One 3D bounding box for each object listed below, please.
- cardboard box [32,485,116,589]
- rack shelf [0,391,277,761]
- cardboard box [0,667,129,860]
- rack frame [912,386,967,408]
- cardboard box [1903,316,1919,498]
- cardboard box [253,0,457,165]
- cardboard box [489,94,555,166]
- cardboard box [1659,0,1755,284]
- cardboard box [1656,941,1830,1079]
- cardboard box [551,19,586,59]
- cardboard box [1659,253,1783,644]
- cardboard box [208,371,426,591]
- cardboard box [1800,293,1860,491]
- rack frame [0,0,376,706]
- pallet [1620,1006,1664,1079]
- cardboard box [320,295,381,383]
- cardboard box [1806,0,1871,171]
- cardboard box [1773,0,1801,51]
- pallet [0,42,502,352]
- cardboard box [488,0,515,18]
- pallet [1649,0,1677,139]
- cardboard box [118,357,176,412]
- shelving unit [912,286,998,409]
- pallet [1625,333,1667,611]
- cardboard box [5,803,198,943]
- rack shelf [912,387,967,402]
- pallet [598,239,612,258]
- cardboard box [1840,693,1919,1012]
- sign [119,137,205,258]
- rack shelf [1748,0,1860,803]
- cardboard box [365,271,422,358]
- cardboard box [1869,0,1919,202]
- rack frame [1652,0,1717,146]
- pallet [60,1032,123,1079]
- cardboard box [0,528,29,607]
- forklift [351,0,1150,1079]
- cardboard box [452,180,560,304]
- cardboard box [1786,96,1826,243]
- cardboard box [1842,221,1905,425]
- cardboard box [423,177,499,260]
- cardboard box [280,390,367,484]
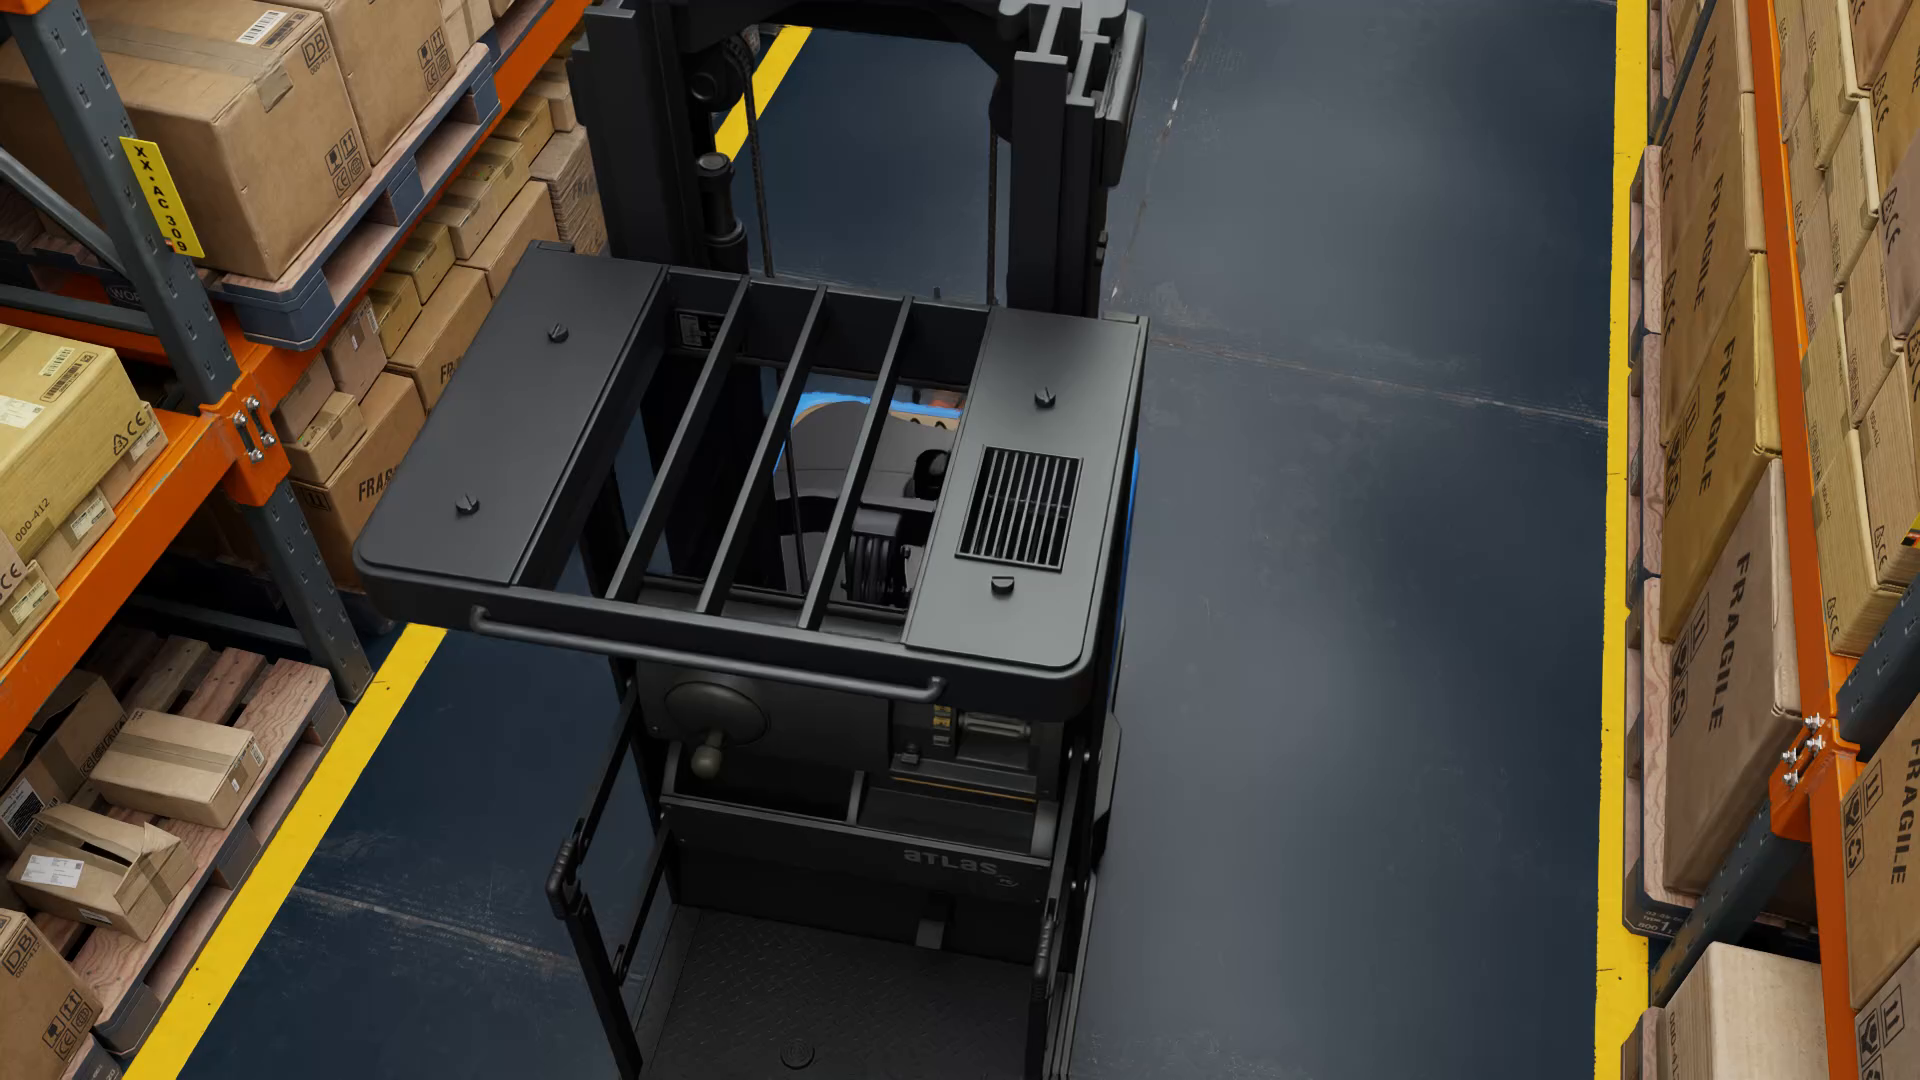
[{"bbox_3d":[-2.272,-0.053,3.964,0.380,0.149,0.250,13,50,11],"label":"cardboard box"},{"bbox_3d":[-2.911,1.075,3.280,1.077,0.370,4.000,12,50,10],"label":"rack shelf"},{"bbox_3d":[-2.786,0.572,4.757,0.500,0.311,0.500,13,50,11],"label":"cardboard box"},{"bbox_3d":[-0.046,-0.220,5.244,0.200,1.050,0.008,12,50,10],"label":"rack frame"},{"bbox_3d":[2.281,-0.369,3.342,0.500,0.500,0.500,13,50,11],"label":"cardboard box"},{"bbox_3d":[-1.905,-1.462,4.693,0.700,0.500,0.500,12,50,10],"label":"cardboard box"},{"bbox_3d":[-1.707,-1.501,6.028,0.380,0.149,0.250,12,50,10],"label":"cardboard box"},{"bbox_3d":[3.196,-1.479,6.191,0.875,0.875,0.875,11,50,10],"label":"cardboard box"},{"bbox_3d":[2.137,1.509,3.846,0.875,0.438,0.875,11,49,9],"label":"cardboard box"},{"bbox_3d":[-1.549,-1.874,6.358,0.380,0.149,0.250,11,49,9],"label":"cardboard box"},{"bbox_3d":[2.722,-0.188,5.052,0.875,0.875,0.875,13,50,11],"label":"cardboard box"},{"bbox_3d":[-2.040,-0.227,5.337,0.500,0.500,0.500,14,50,12],"label":"cardboard box"},{"bbox_3d":[2.415,-0.325,4.137,0.500,0.250,0.500,11,49,10],"label":"cardboard box"},{"bbox_3d":[-2.384,-0.610,4.287,1.000,3.000,0.127,12,50,10],"label":"rack frame"},{"bbox_3d":[2.130,1.825,3.999,1.003,0.211,1.213,12,50,10],"label":"pallet"},{"bbox_3d":[-2.011,-0.639,5.069,0.380,0.149,0.250,9,49,8],"label":"cardboard box"},{"bbox_3d":[2.660,-1.228,4.600,0.500,0.250,0.500,12,50,11],"label":"cardboard box"},{"bbox_3d":[2.969,-1.797,5.436,0.500,0.250,0.500,10,49,9],"label":"cardboard box"},{"bbox_3d":[-2.069,-1.102,4.850,1.003,0.211,1.213,12,50,10],"label":"pallet"},{"bbox_3d":[-1.698,-2.030,5.194,0.700,0.500,0.500,11,50,10],"label":"cardboard box"},{"bbox_3d":[3.665,-2.168,7.523,1.003,0.211,1.213,12,50,10],"label":"pallet"},{"bbox_3d":[-2.566,-0.459,5.109,0.380,0.149,0.250,10,49,9],"label":"cardboard box"},{"bbox_3d":[-0.014,-0.309,5.322,0.215,1.050,0.252,12,50,10],"label":"shelving unit"},{"bbox_3d":[2.855,-0.168,5.758,1.003,0.211,1.213,12,50,10],"label":"pallet"},{"bbox_3d":[-2.341,0.875,4.520,0.396,0.266,0.258,13,50,11],"label":"cardboard box"},{"bbox_3d":[-0.014,-0.489,5.117,0.215,0.259,0.240,12,50,10],"label":"rack shelf"},{"bbox_3d":[-1.887,-1.168,6.640,1.003,0.211,1.213,12,50,10],"label":"pallet"},{"bbox_3d":[2.029,0.622,3.134,0.500,0.500,0.500,13,50,11],"label":"cardboard box"},{"bbox_3d":[-1.859,-0.794,3.873,0.100,0.325,0.005,12,50,10],"label":"sign"},{"bbox_3d":[2.932,-0.841,4.972,1.077,0.370,4.000,12,50,10],"label":"rack shelf"},{"bbox_3d":[-1.978,-0.746,5.363,0.380,0.149,0.250,9,49,8],"label":"cardboard box"},{"bbox_3d":[2.562,-1.108,3.994,0.500,0.500,0.500,13,50,11],"label":"cardboard box"},{"bbox_3d":[3.458,-2.526,5.979,1.000,3.000,0.127,12,50,10],"label":"rack frame"},{"bbox_3d":[-2.885,1.695,4.113,1.003,0.211,1.213,12,50,10],"label":"pallet"},{"bbox_3d":[-2.400,0.123,3.542,0.500,0.250,0.500,12,50,10],"label":"cardboard box"},{"bbox_3d":[-0.274,0.457,3.392,1.130,2.935,3.031,8,49,7],"label":"forklift"},{"bbox_3d":[-1.774,-0.974,5.996,0.500,0.500,0.500,10,49,9],"label":"cardboard box"},{"bbox_3d":[2.698,-1.061,4.786,0.500,0.250,0.500,12,50,10],"label":"cardboard box"},{"bbox_3d":[2.411,-0.478,3.938,0.500,0.250,0.500,13,50,11],"label":"cardboard box"},{"bbox_3d":[-1.817,-1.121,5.693,0.380,0.149,0.250,11,50,10],"label":"cardboard box"},{"bbox_3d":[-2.033,-0.343,5.007,0.380,0.149,0.250,14,50,12],"label":"cardboard box"}]
